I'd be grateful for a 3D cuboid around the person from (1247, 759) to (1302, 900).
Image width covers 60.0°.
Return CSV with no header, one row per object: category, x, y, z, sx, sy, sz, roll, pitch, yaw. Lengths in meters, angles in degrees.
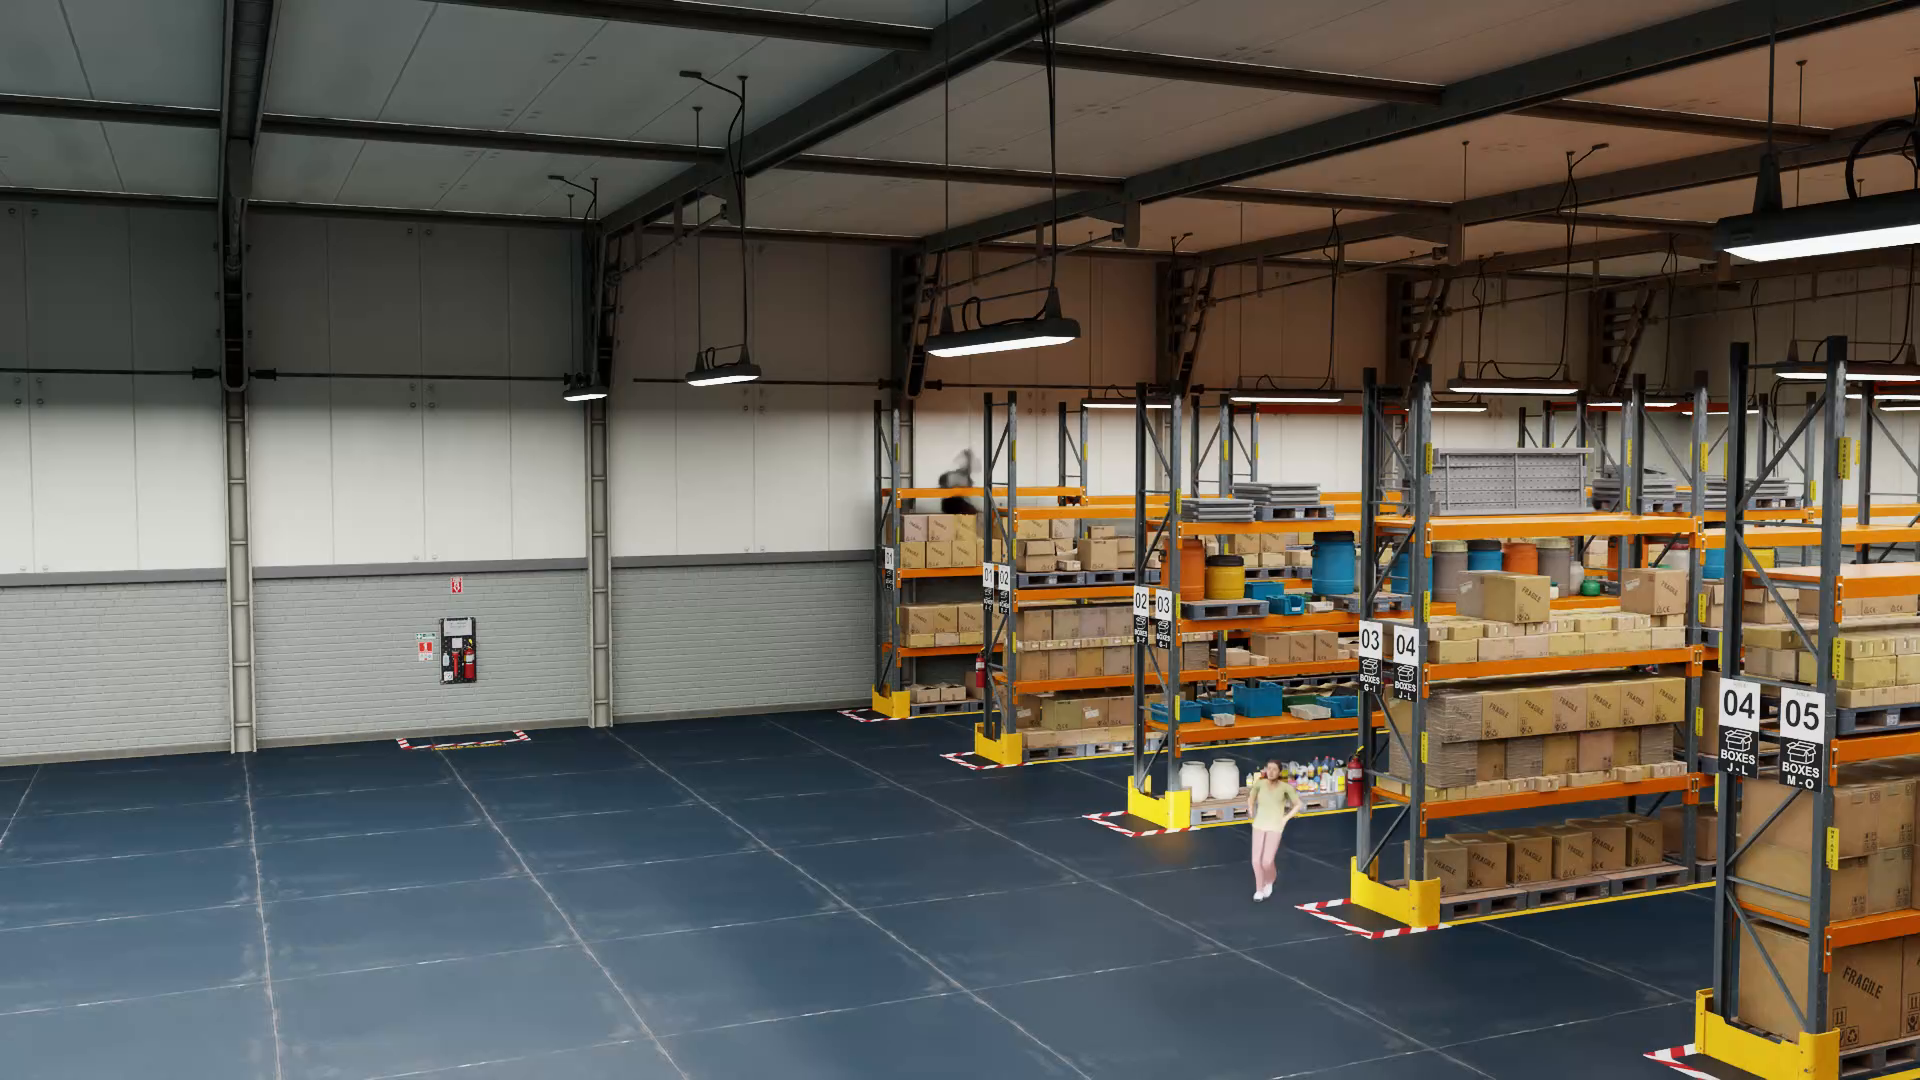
person,3.480,3.263,18.665,0.594,1.625,0.556,2,4,31
